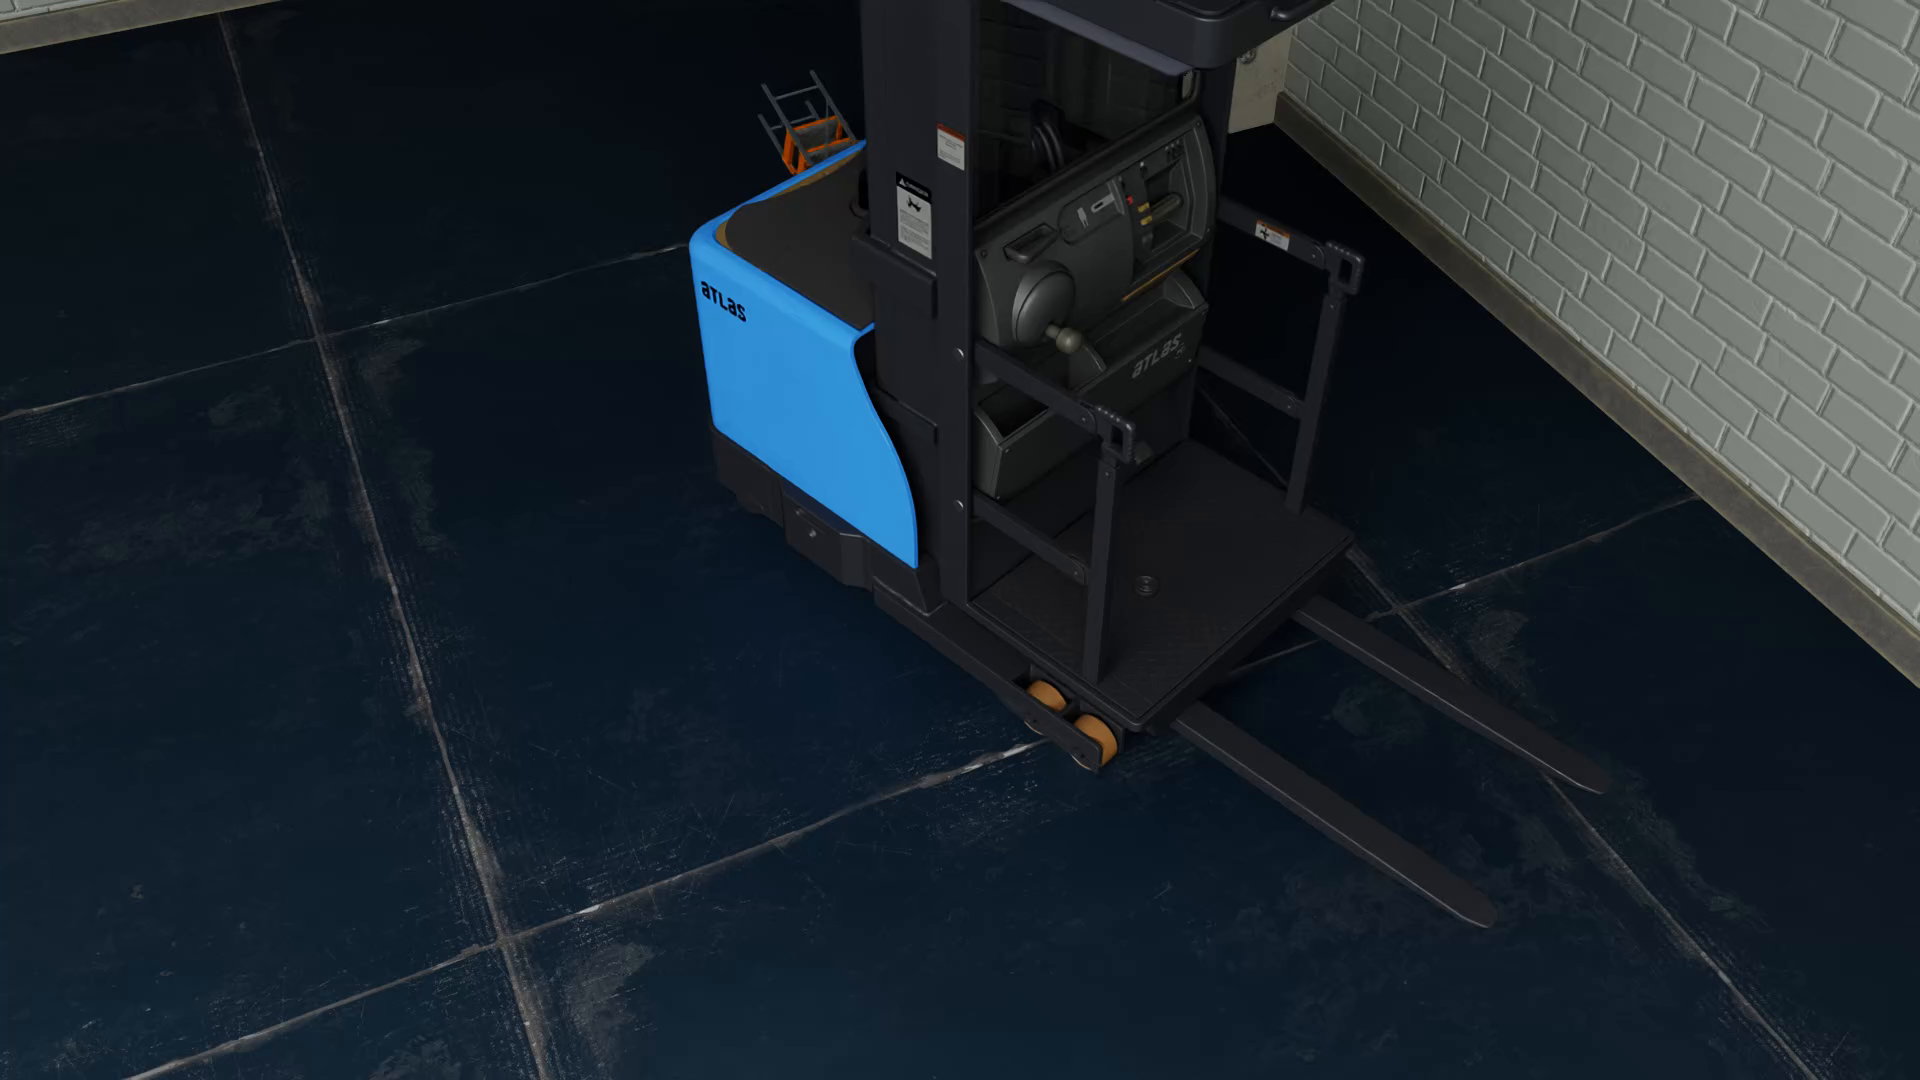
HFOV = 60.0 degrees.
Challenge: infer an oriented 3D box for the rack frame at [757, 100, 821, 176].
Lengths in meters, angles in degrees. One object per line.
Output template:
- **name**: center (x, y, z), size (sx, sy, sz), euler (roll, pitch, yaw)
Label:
- **rack frame**: center (-0.455, -1.320, 6.776), size (0.240, 0.006, 1.200), euler (-23, 70, -21)

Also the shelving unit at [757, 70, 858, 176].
- **shelving unit**: center (-0.438, -1.361, 6.696), size (0.258, 0.189, 1.200), euler (-23, 70, -21)

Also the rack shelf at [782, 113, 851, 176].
- **rack shelf**: center (-0.589, -1.619, 6.798), size (0.258, 0.180, 0.103), euler (-23, 70, -21)

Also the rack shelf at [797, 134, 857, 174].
- **rack shelf**: center (-0.531, -1.521, 6.759), size (0.258, 0.180, 0.103), euler (-23, 70, -21)

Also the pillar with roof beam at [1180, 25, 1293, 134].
- **pillar with roof beam**: center (-2.642, -3.962, 3.358), size (9.100, 9.000, 0.400), euler (-18, 47, -17)

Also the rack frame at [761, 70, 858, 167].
- **rack frame**: center (-0.422, -1.402, 6.616), size (0.240, 0.006, 1.200), euler (-23, 70, -21)

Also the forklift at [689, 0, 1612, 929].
- **forklift**: center (0.539, -0.766, 4.439), size (3.031, 2.935, 1.130), euler (34, 54, 30)
